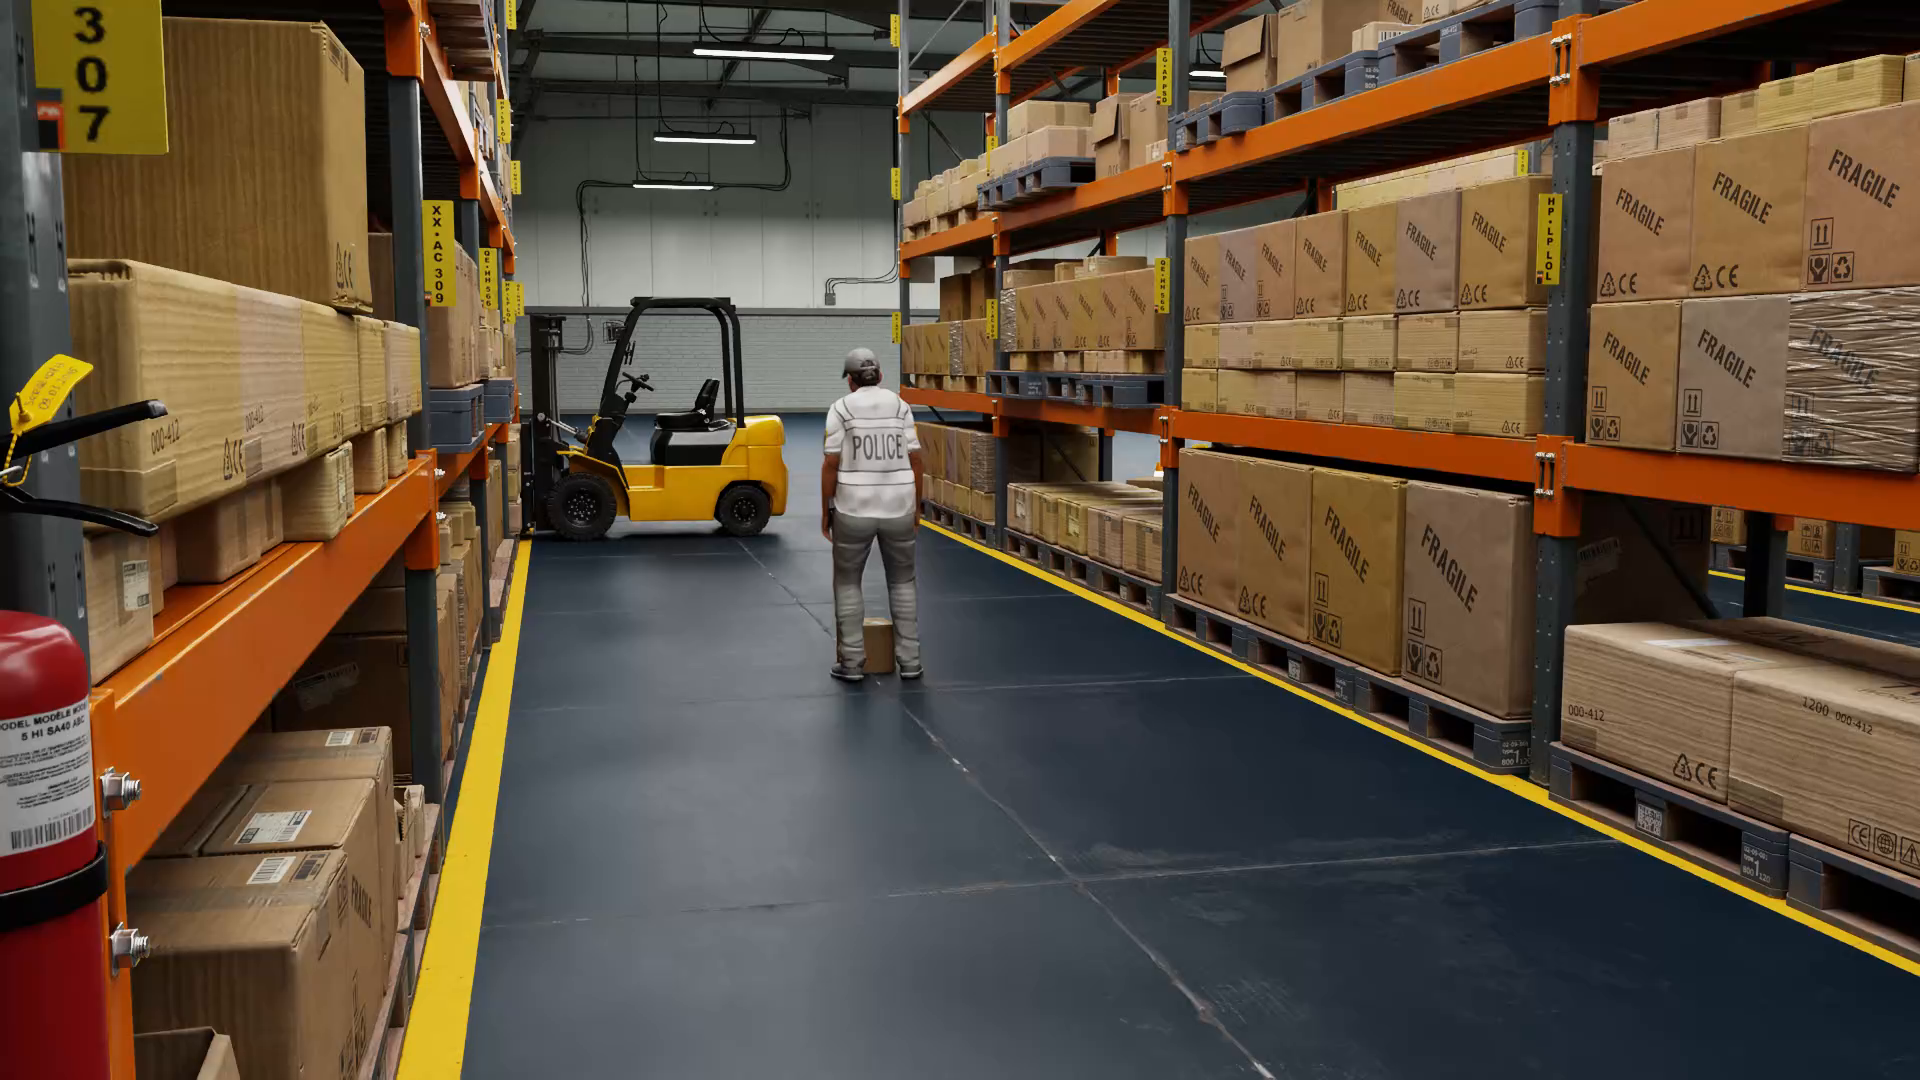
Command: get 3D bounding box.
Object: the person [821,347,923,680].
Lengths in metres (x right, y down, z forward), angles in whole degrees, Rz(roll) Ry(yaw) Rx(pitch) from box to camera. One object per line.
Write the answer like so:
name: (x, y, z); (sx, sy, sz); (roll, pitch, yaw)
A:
person: (-0.438, -0.131, 8.362); (0.553, 1.665, 0.457); (-2, 7, -17)
